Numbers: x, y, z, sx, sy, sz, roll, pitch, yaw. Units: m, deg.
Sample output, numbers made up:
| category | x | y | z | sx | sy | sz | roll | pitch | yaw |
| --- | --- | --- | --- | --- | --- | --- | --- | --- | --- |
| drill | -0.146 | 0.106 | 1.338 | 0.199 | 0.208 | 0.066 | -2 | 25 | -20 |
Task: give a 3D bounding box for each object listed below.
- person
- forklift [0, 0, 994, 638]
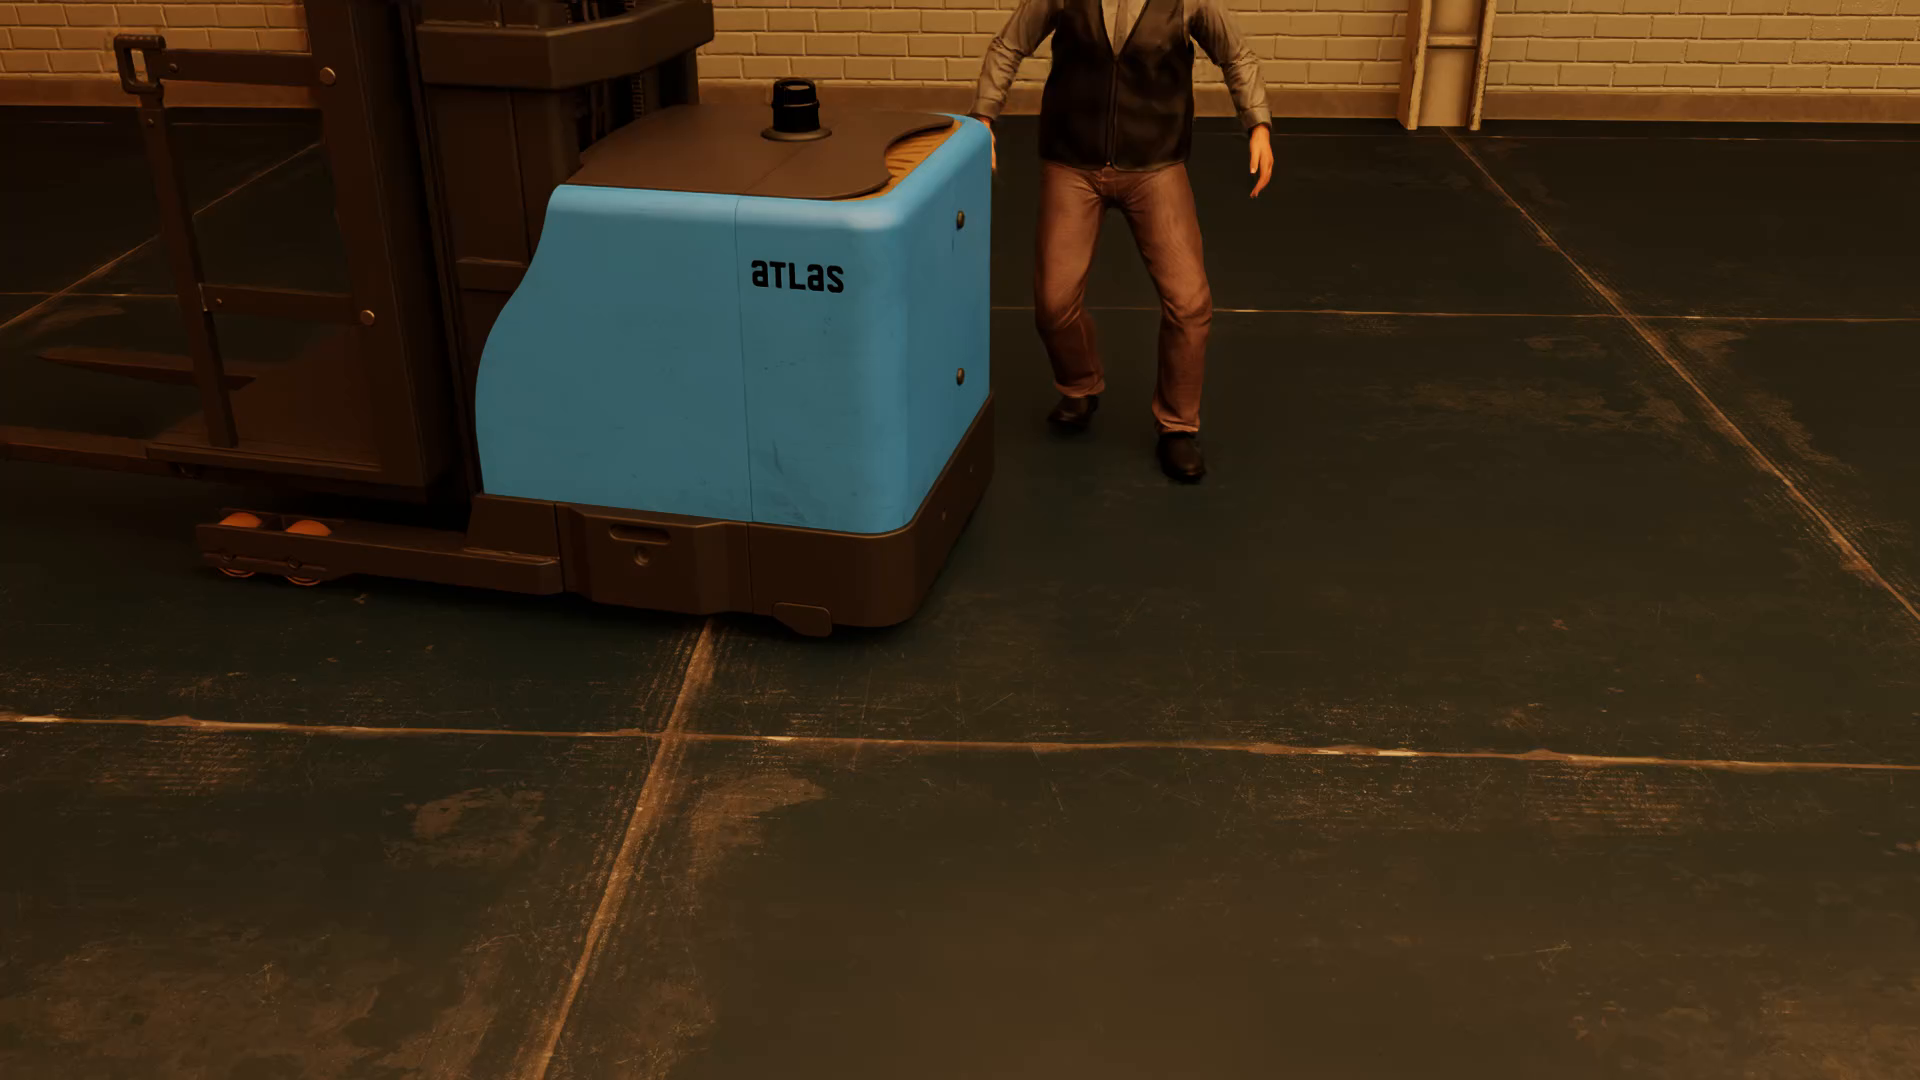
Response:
| category | x | y | z | sx | sy | sz | roll | pitch | yaw |
| --- | --- | --- | --- | --- | --- | --- | --- | --- | --- |
| person | 0.454 | -1.039 | 4.776 | 0.873 | 1.682 | 0.579 | 4 | 26 | 7 |
| forklift | -1.478 | -1.415 | 4.077 | 3.031 | 2.935 | 1.130 | 6 | 27 | 12 |
